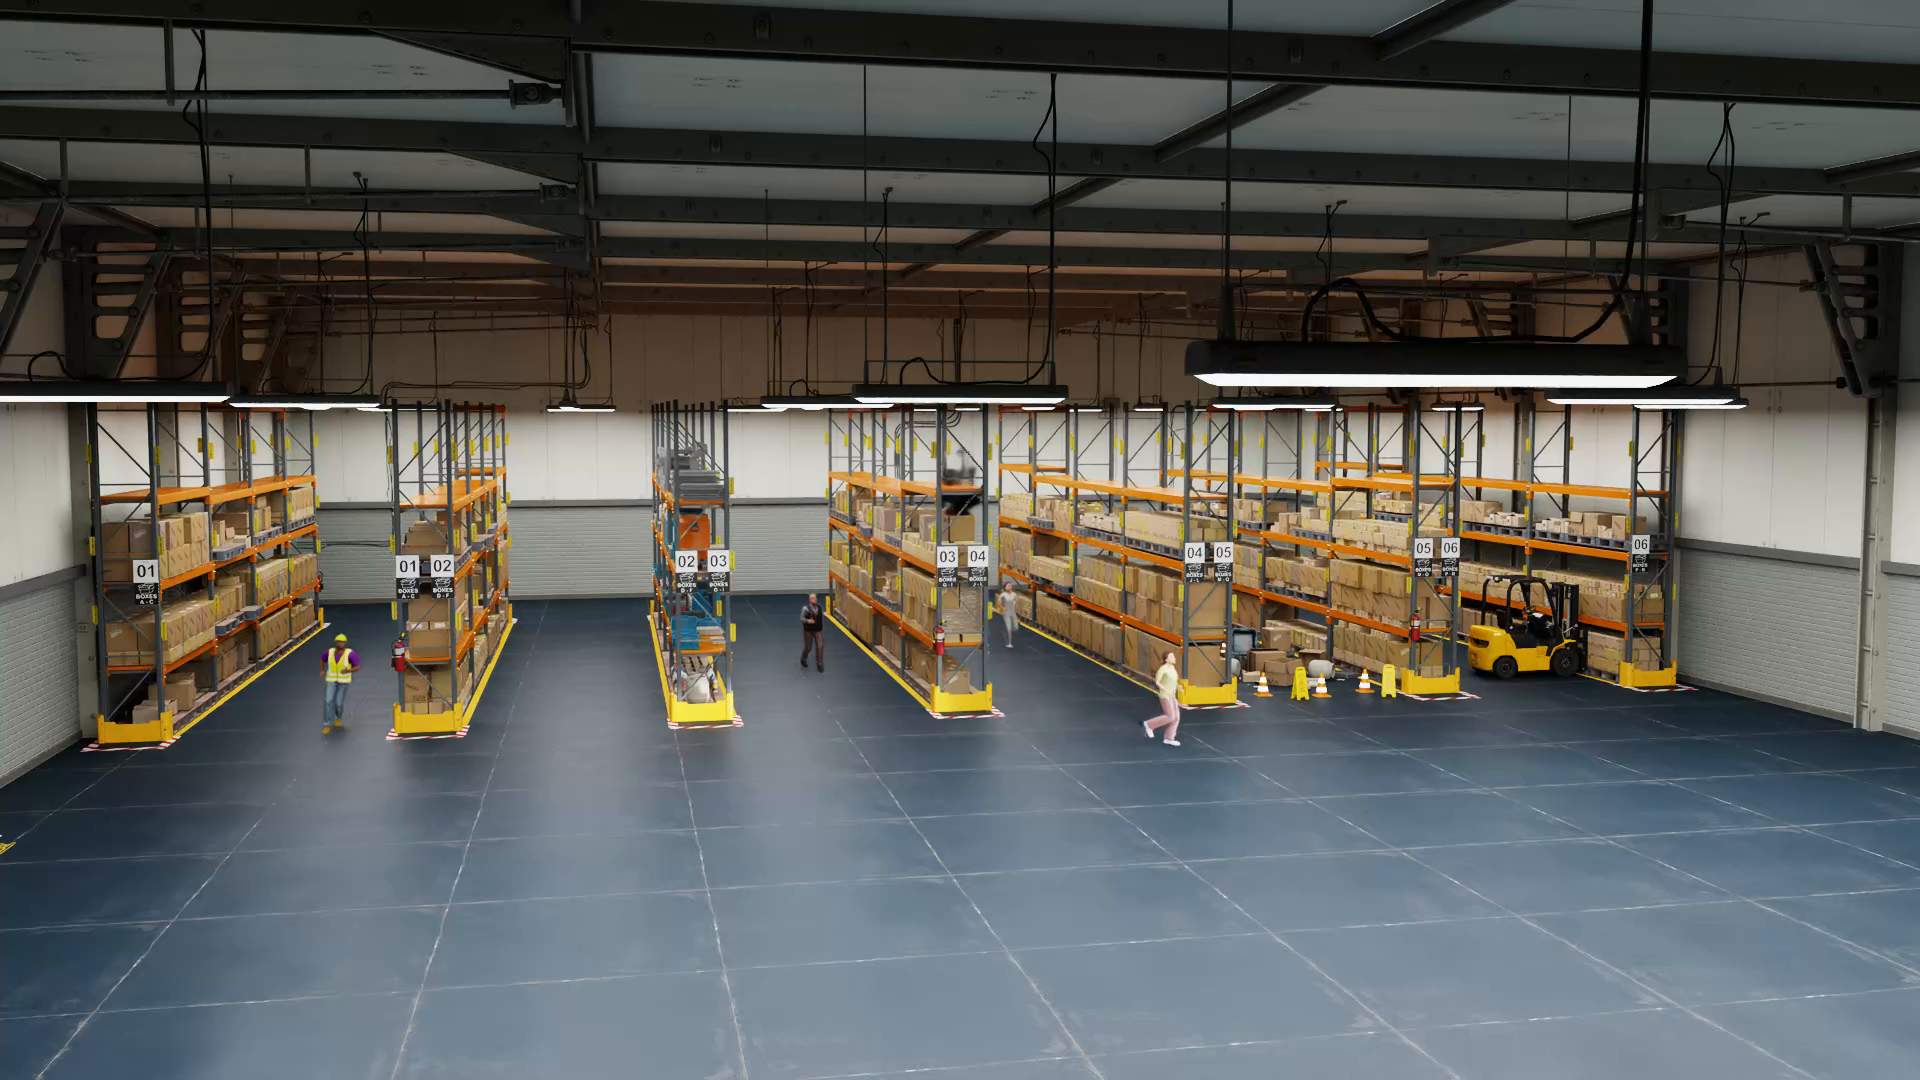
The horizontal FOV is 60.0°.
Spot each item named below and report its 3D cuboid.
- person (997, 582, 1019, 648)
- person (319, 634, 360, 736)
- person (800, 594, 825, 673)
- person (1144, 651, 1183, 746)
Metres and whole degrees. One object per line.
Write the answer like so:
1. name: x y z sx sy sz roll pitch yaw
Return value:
1. person: 1.199 1.841 40.853 0.561 1.602 0.584 -2 5 -21
2. person: -11.229 2.583 30.084 0.719 1.758 0.889 -1 4 -13
3. person: -3.301 2.053 37.151 0.632 1.721 0.954 -2 5 -26
4. person: 3.568 2.734 28.965 0.635 1.644 0.580 3 5 33
